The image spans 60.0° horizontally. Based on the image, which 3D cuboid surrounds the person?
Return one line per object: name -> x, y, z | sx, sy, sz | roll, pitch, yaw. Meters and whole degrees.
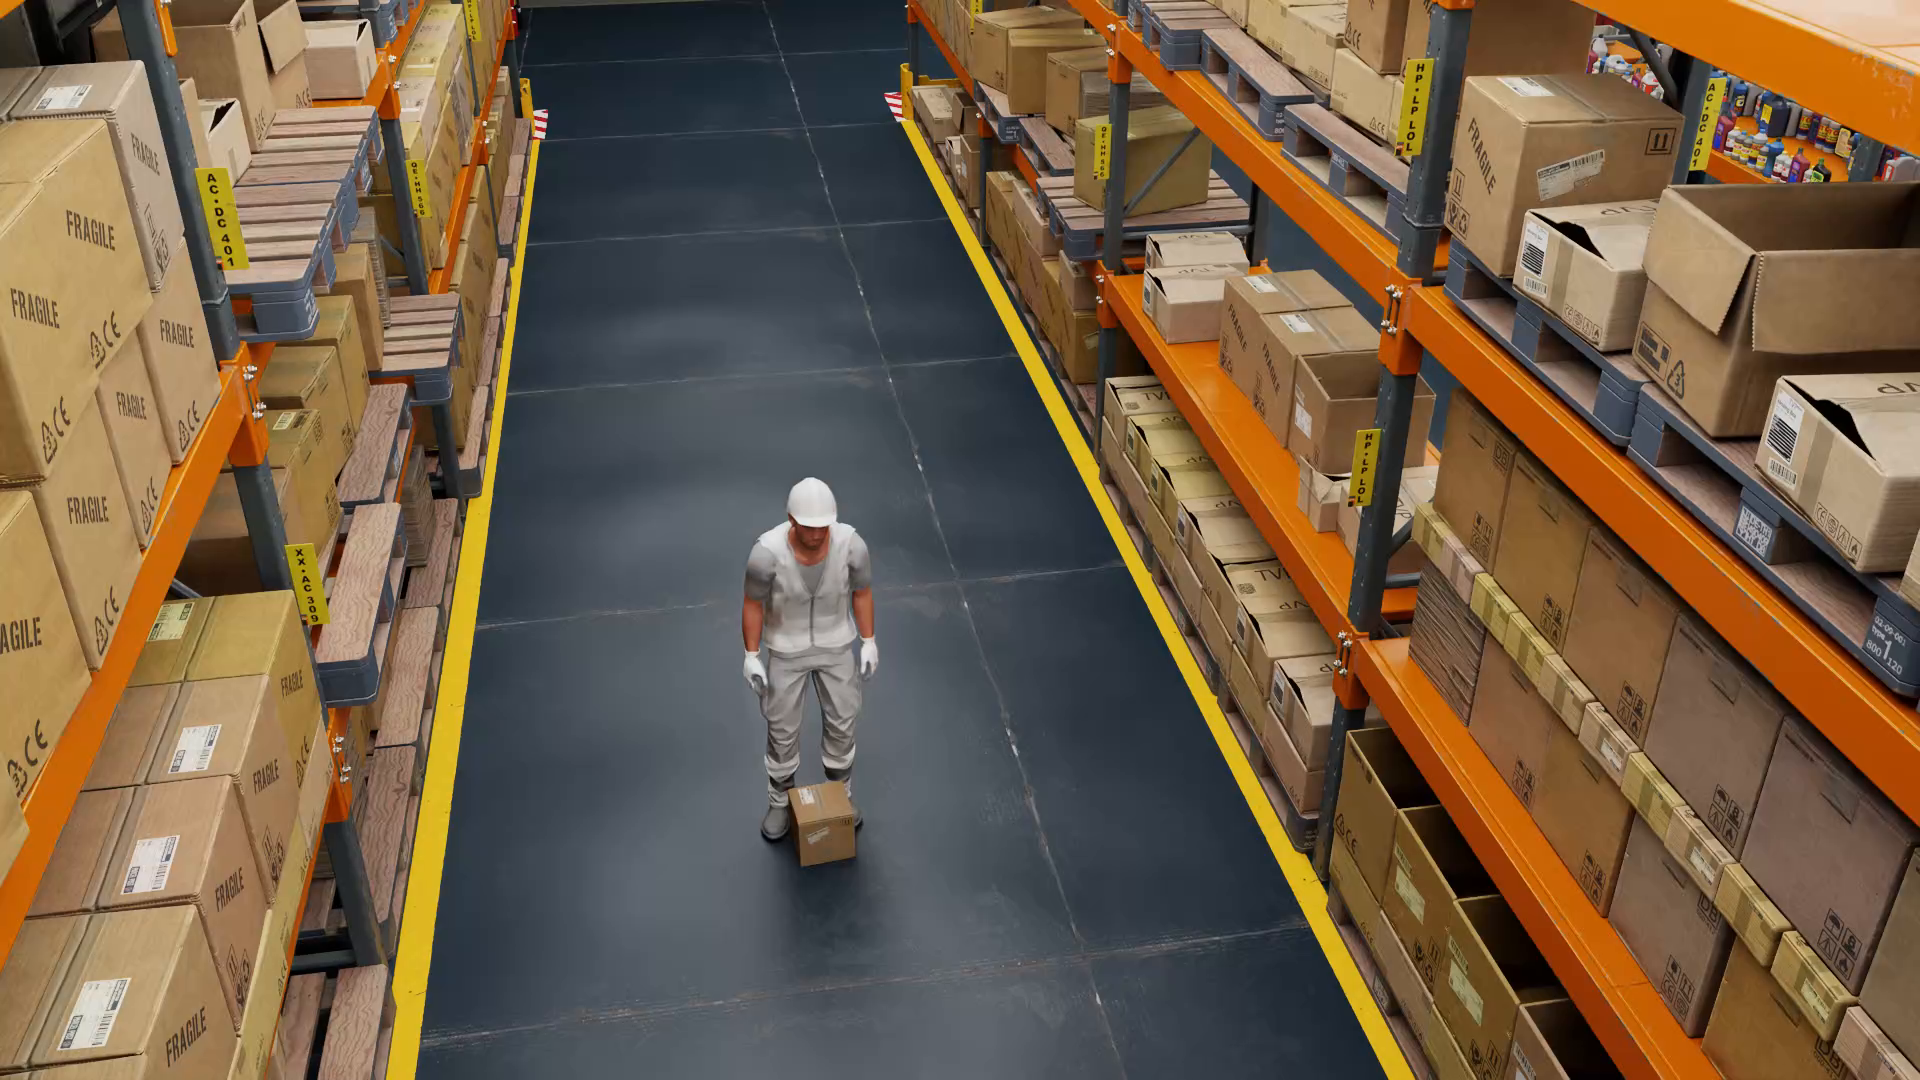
person -> -0.650, 0.501, 7.273 | 0.609, 1.777, 0.453 | -7, 31, -11
